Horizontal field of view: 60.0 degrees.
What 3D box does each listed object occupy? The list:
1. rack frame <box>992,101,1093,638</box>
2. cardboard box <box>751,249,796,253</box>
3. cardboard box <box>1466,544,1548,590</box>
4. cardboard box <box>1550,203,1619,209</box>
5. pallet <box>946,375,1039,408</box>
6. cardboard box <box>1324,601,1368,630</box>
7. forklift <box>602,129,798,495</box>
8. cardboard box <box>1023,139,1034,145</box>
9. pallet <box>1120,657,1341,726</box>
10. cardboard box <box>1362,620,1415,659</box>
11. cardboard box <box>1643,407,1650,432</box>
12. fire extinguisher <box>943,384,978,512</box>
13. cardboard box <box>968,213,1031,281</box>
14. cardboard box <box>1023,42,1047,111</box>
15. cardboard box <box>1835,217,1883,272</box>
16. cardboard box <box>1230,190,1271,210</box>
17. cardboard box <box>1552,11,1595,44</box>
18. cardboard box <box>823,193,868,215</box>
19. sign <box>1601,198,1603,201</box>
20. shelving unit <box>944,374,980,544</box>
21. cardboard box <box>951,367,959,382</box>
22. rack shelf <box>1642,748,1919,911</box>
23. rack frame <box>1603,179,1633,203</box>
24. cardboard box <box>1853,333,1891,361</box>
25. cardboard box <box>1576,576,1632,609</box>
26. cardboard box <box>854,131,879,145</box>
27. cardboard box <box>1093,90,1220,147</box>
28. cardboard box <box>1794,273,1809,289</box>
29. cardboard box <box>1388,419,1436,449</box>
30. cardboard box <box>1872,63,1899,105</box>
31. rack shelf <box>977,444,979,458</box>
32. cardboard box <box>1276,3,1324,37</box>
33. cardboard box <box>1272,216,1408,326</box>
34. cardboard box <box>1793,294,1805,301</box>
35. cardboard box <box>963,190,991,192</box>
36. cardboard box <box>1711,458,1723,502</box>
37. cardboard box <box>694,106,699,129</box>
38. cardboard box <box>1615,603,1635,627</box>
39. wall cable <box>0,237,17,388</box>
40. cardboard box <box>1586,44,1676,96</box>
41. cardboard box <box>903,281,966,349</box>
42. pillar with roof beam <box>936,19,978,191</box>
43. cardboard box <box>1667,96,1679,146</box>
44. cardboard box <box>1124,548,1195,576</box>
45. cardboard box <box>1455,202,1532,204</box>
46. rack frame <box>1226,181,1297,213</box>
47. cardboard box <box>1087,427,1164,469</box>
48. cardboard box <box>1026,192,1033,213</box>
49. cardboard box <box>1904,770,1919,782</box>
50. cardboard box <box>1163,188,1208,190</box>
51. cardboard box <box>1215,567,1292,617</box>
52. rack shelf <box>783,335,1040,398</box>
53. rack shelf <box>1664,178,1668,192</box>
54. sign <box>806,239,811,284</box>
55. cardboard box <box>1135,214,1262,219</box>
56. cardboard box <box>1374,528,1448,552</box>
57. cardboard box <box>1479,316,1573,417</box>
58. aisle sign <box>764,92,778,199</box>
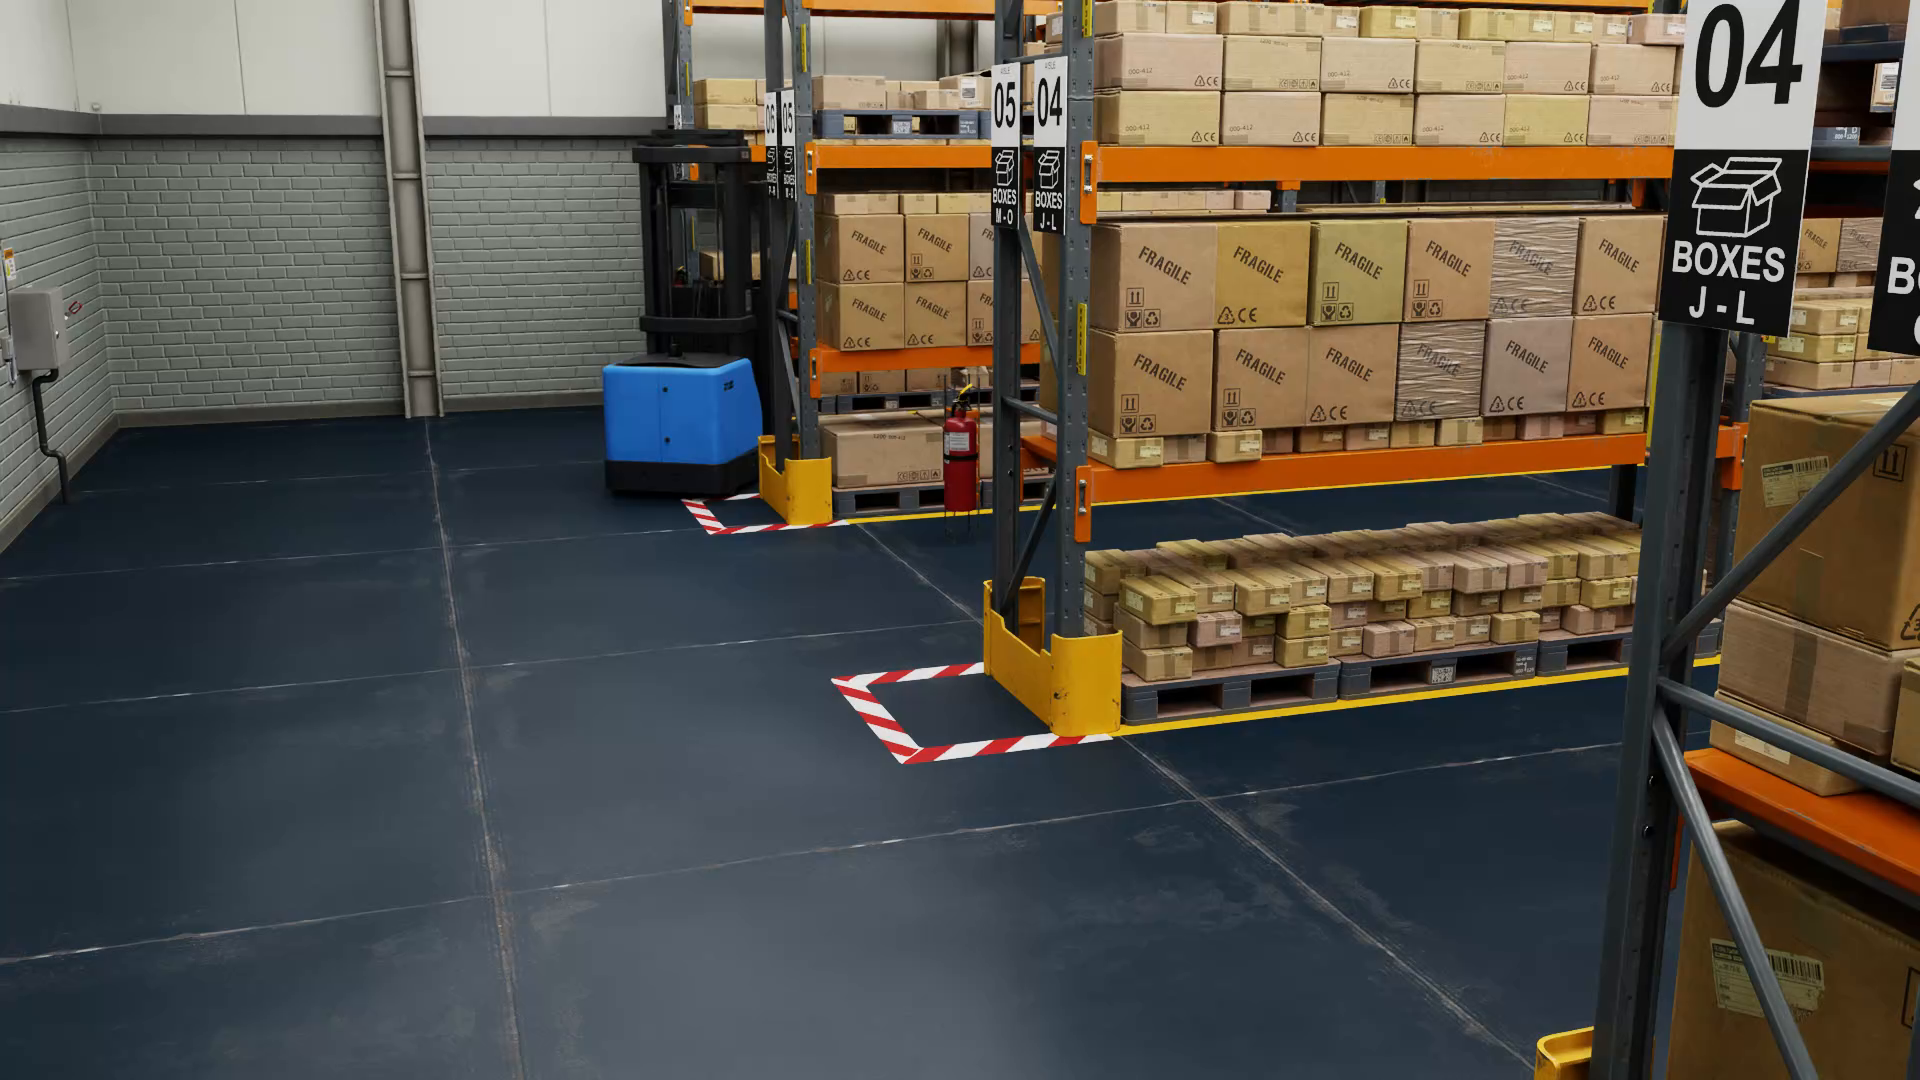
[{"bbox_3d":[0.388,-0.628,8.303,0.127,3.000,1.000,-4,14,-18],"label":"rack frame"},{"bbox_3d":[-2.032,-2.997,17.940,0.500,0.250,0.500,-4,14,-18],"label":"cardboard box"},{"bbox_3d":[2.964,0.143,9.028,0.250,0.149,0.380,-5,14,-21],"label":"cardboard box"},{"bbox_3d":[5.406,-2.697,14.622,0.500,0.500,0.500,-4,14,-17],"label":"cardboard box"},{"bbox_3d":[0.267,-1.683,18.763,1.213,0.211,1.003,-4,14,-18],"label":"pallet"},{"bbox_3d":[1.947,0.346,8.815,0.250,0.149,0.380,-5,14,-21],"label":"cardboard box"},{"bbox_3d":[-2.103,-2.089,14.593,1.130,2.935,3.031,3,14,11],"label":"forklift"},{"bbox_3d":[0.672,-4.336,17.950,0.250,0.149,0.380,-5,14,-18],"label":"cardboard box"},{"bbox_3d":[1.242,0.670,8.868,1.213,0.211,1.003,-4,14,-18],"label":"pallet"},{"bbox_3d":[2.195,0.495,8.834,0.250,0.149,0.380,-5,14,-21],"label":"cardboard box"},{"bbox_3d":[3.774,-0.686,9.088,0.250,0.149,0.380,-5,14,-20],"label":"cardboard box"},{"bbox_3d":[0.002,-0.492,8.702,0.183,0.674,0.296,-4,14,-18],"label":"fire extinguisher"},{"bbox_3d":[0.232,-2.294,12.928,0.500,0.500,0.500,-5,14,-18],"label":"cardboard box"},{"bbox_3d":[0.672,-3.583,12.904,0.500,0.500,0.500,-4,14,-17],"label":"cardboard box"},{"bbox_3d":[8.266,-2.793,15.636,0.500,0.500,0.500,-5,14,-20],"label":"cardboard box"},{"bbox_3d":[2.315,-2.760,13.485,0.250,0.149,0.380,-5,14,-19],"label":"cardboard box"},{"bbox_3d":[2.985,-2.585,8.430,0.250,0.149,0.380,-5,14,-20],"label":"cardboard box"},{"bbox_3d":[-0.861,-2.523,12.488,0.250,0.149,0.380,-4,14,-17],"label":"cardboard box"},{"bbox_3d":[8.322,-4.262,21.536,0.005,0.325,0.100,-4,14,-18],"label":"sign"},{"bbox_3d":[0.014,-0.585,12.008,0.189,1.200,0.258,-4,14,-18],"label":"shelving unit"},{"bbox_3d":[-0.194,-1.879,18.812,0.250,0.149,0.380,-5,14,-19],"label":"cardboard box"},{"bbox_3d":[3.770,0.669,4.402,4.000,0.370,1.077,-4,14,-18],"label":"rack shelf"},{"bbox_3d":[8.500,-3.681,21.134,0.127,3.000,1.000,-4,14,-18],"label":"rack frame"},{"bbox_3d":[4.944,-1.098,9.270,0.250,0.149,0.380,-5,14,-19],"label":"cardboard box"},{"bbox_3d":[3.481,0.254,9.205,0.250,0.149,0.380,-5,14,-20],"label":"cardboard box"},{"bbox_3d":[-1.013,-4.196,17.364,0.250,0.149,0.380,-4,14,-18],"label":"cardboard box"},{"bbox_3d":[0.895,-1.992,7.876,0.500,0.250,0.500,-4,14,-16],"label":"cardboard box"},{"bbox_3d":[7.687,-2.437,15.540,0.250,0.149,0.380,-4,14,-15],"label":"cardboard box"},{"bbox_3d":[2.262,-0.585,8.661,0.250,0.149,0.380,-4,14,-16],"label":"cardboard box"},{"bbox_3d":[5.080,-2.563,9.238,0.500,0.311,0.500,-5,14,-19],"label":"cardboard box"},{"bbox_3d":[0.014,-0.658,11.991,0.180,0.103,0.258,-4,14,-18],"label":"rack shelf"},{"bbox_3d":[1.526,-2.463,7.914,0.250,0.149,0.380,-4,14,-17],"label":"cardboard box"},{"bbox_3d":[1.875,-1.355,8.339,0.500,0.500,0.500,-5,14,-19],"label":"cardboard box"},{"bbox_3d":[4.752,-1.388,9.844,0.250,0.149,0.380,-5,14,-20],"label":"cardboard box"},{"bbox_3d":[0.182,-2.734,13.376,0.250,0.149,0.380,-4,14,-17],"label":"cardboard box"},{"bbox_3d":[4.805,-0.387,10.162,0.500,0.250,0.500,-5,14,-20],"label":"cardboard box"},{"bbox_3d":[-2.538,-4.419,17.436,0.500,0.250,0.500,-5,14,-19],"label":"cardboard box"},{"bbox_3d":[3.643,0.363,9.386,0.250,0.149,0.380,-4,14,-16],"label":"cardboard box"},{"bbox_3d":[-7.086,-2.090,12.251,0.122,1.984,0.588,-4,14,-18],"label":"wall cable"},{"bbox_3d":[3.326,-2.427,8.628,0.500,0.250,0.500,-5,14,-20],"label":"cardboard box"},{"bbox_3d":[-0.269,-1.771,12.891,0.500,0.500,0.500,-5,14,-19],"label":"cardboard box"},{"bbox_3d":[1.344,-5.211,14.604,0.400,9.000,9.100,-4,14,-18],"label":"pillar with roof beam"},{"bbox_3d":[3.800,-2.214,8.813,0.500,0.250,0.500,-4,14,-17],"label":"cardboard box"},{"bbox_3d":[1.066,0.164,8.938,0.250,0.149,0.380,-4,14,-17],"label":"cardboard box"},{"bbox_3d":[4.788,-2.776,14.954,0.500,0.500,0.500,-4,14,-16],"label":"cardboard box"},{"bbox_3d":[2.505,-2.002,14.077,0.127,3.000,1.000,-4,14,-18],"label":"rack frame"},{"bbox_3d":[0.800,-0.458,8.130,0.250,0.149,0.380,-5,14,-19],"label":"cardboard box"},{"bbox_3d":[0.622,-2.628,12.930,0.250,0.149,0.380,-5,14,-19],"label":"cardboard box"},{"bbox_3d":[2.353,0.471,4.223,0.250,0.149,0.380,-4,14,-17],"label":"cardboard box"},{"bbox_3d":[1.885,-2.864,13.921,0.250,0.149,0.380,-4,14,-17],"label":"cardboard box"},{"bbox_3d":[1.496,0.263,8.521,0.250,0.149,0.380,-4,14,-18],"label":"cardboard box"},{"bbox_3d":[0.609,-1.504,13.539,4.000,0.370,1.077,-4,14,-18],"label":"rack shelf"},{"bbox_3d":[6.075,-2.181,9.900,4.000,0.370,1.077,-4,14,-18],"label":"rack shelf"},{"bbox_3d":[-1.115,-2.044,12.213,0.005,0.325,0.100,-4,14,-18],"label":"sign"},{"bbox_3d":[1.223,-1.434,8.669,0.500,0.500,0.500,-5,14,-20],"label":"cardboard box"},{"bbox_3d":[2.544,0.050,9.419,0.250,0.149,0.380,-5,14,-20],"label":"cardboard box"},{"bbox_3d":[2.847,-0.945,8.774,0.500,0.500,0.500,-5,14,-18],"label":"cardboard box"},{"bbox_3d":[-1.453,-3.034,12.798,0.004,0.787,0.394,-4,14,-18],"label":"aisle sign"}]
